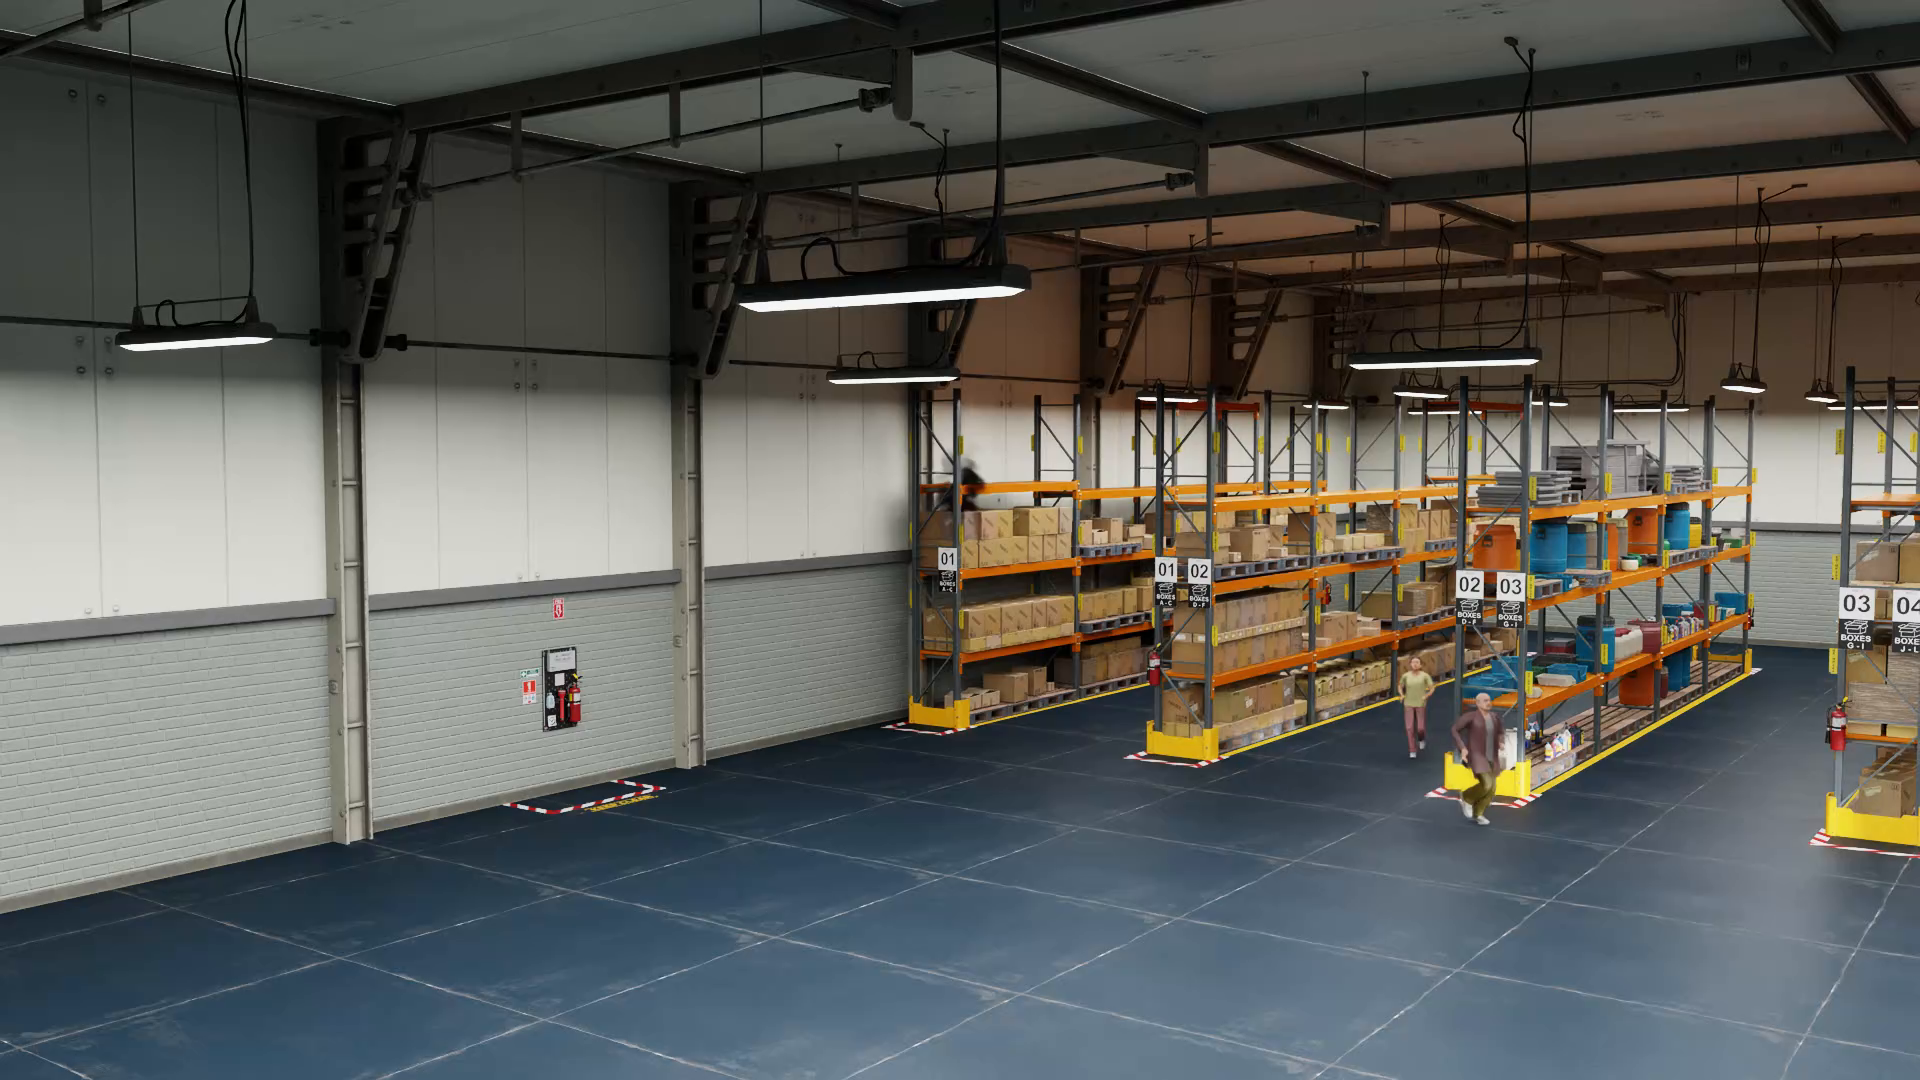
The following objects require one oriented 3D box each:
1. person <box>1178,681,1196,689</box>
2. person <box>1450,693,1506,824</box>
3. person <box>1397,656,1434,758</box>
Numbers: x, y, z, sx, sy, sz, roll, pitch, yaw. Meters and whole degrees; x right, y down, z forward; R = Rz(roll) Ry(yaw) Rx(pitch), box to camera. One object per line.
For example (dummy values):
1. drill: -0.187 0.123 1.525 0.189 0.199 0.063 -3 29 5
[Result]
1. person: 4.300 2.373 30.848 0.722 1.746 0.628 2 4 31
2. person: 6.914 2.886 21.904 0.707 1.737 0.626 -1 3 -21
3. person: 7.315 2.664 26.733 0.581 1.621 0.646 1 4 22
